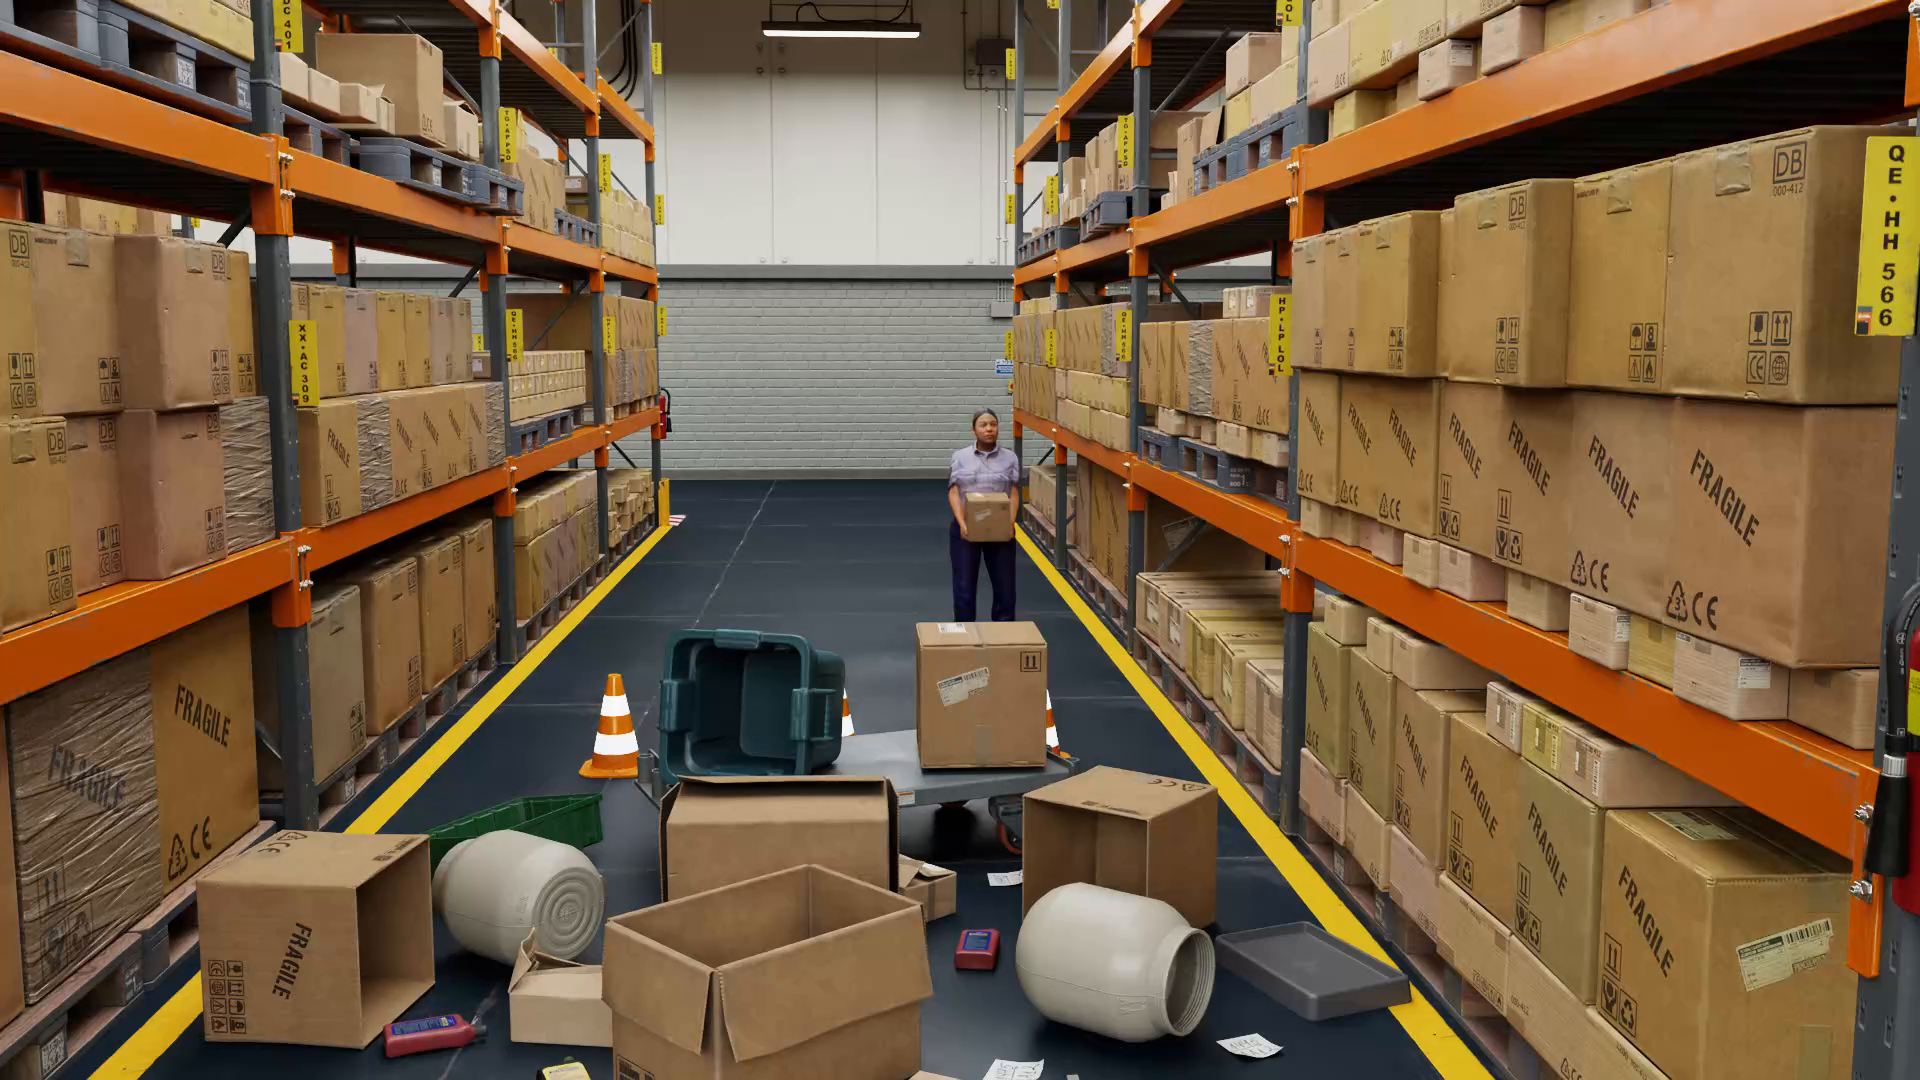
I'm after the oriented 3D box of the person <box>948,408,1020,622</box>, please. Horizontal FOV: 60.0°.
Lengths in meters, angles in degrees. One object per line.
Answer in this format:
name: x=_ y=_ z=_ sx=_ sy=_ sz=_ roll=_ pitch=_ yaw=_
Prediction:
person: x=0.156 y=0.011 z=10.271 sx=0.453 sy=1.636 sz=0.524 roll=-1 pitch=7 yaw=-5
